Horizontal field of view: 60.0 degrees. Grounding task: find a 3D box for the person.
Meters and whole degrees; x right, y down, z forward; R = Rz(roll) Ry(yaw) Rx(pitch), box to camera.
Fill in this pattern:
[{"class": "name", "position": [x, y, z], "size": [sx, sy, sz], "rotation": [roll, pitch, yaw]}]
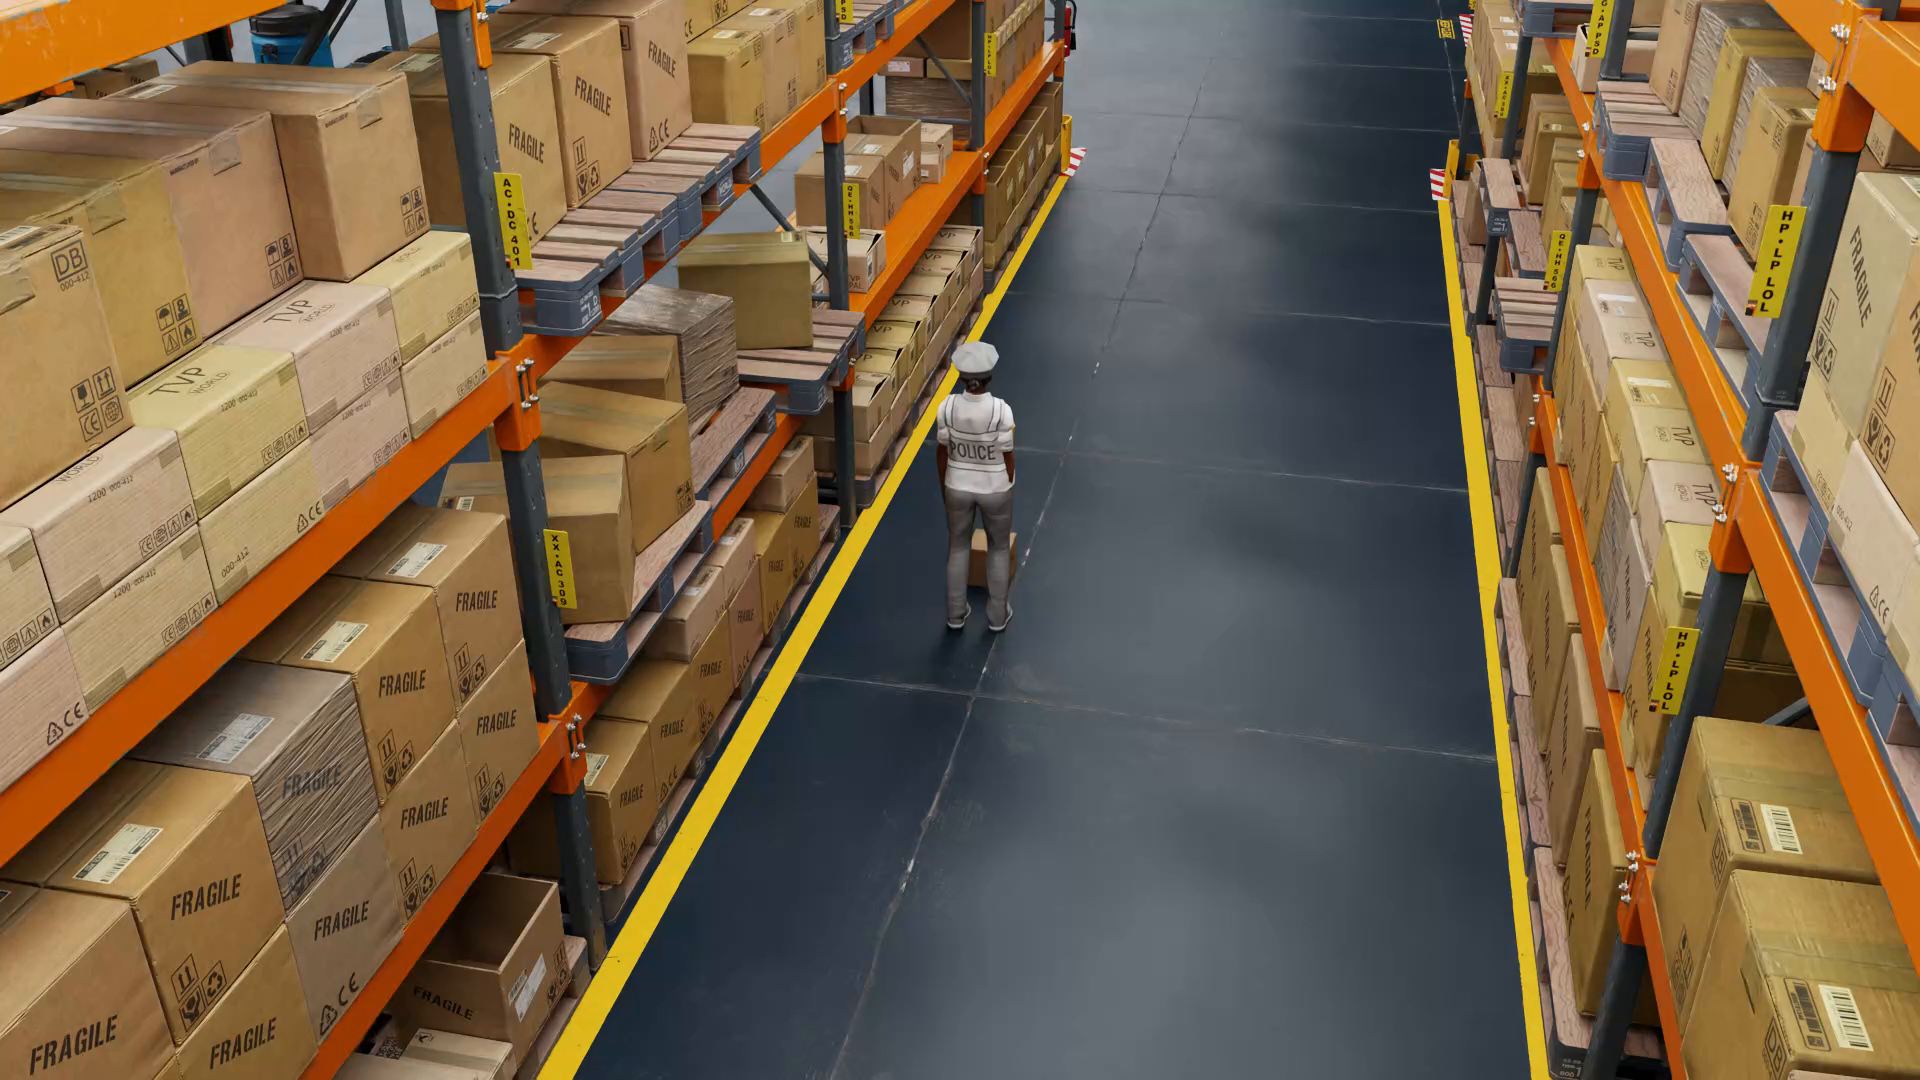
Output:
[{"class": "person", "position": [0.089, -0.281, 9.112], "size": [0.436, 1.679, 0.341], "rotation": [6, 30, 11]}]
